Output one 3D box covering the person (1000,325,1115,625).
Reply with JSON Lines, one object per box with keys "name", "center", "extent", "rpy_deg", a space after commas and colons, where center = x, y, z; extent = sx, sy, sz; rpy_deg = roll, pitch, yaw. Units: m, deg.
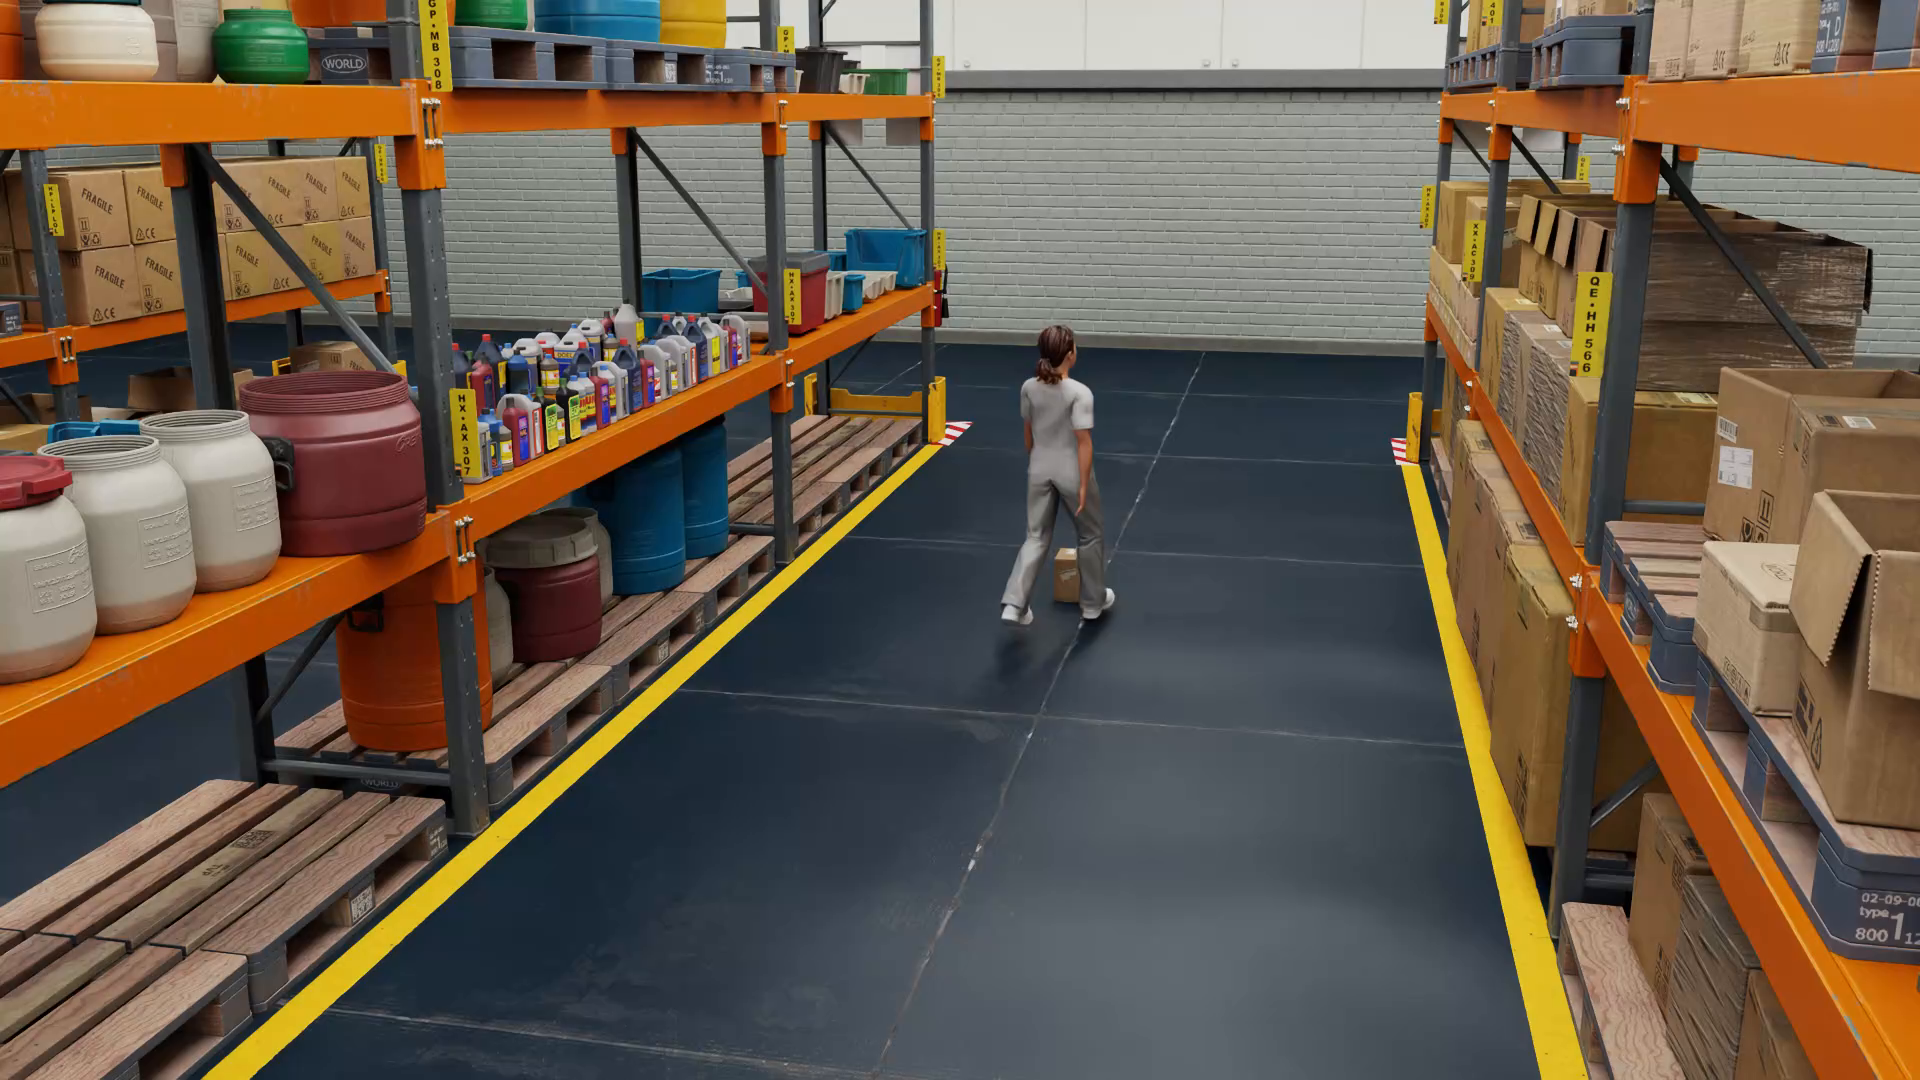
{"name": "person", "center": [0.543, -0.332, 8.768], "extent": [0.444, 1.631, 0.911], "rpy_deg": [7, 16, 26]}
